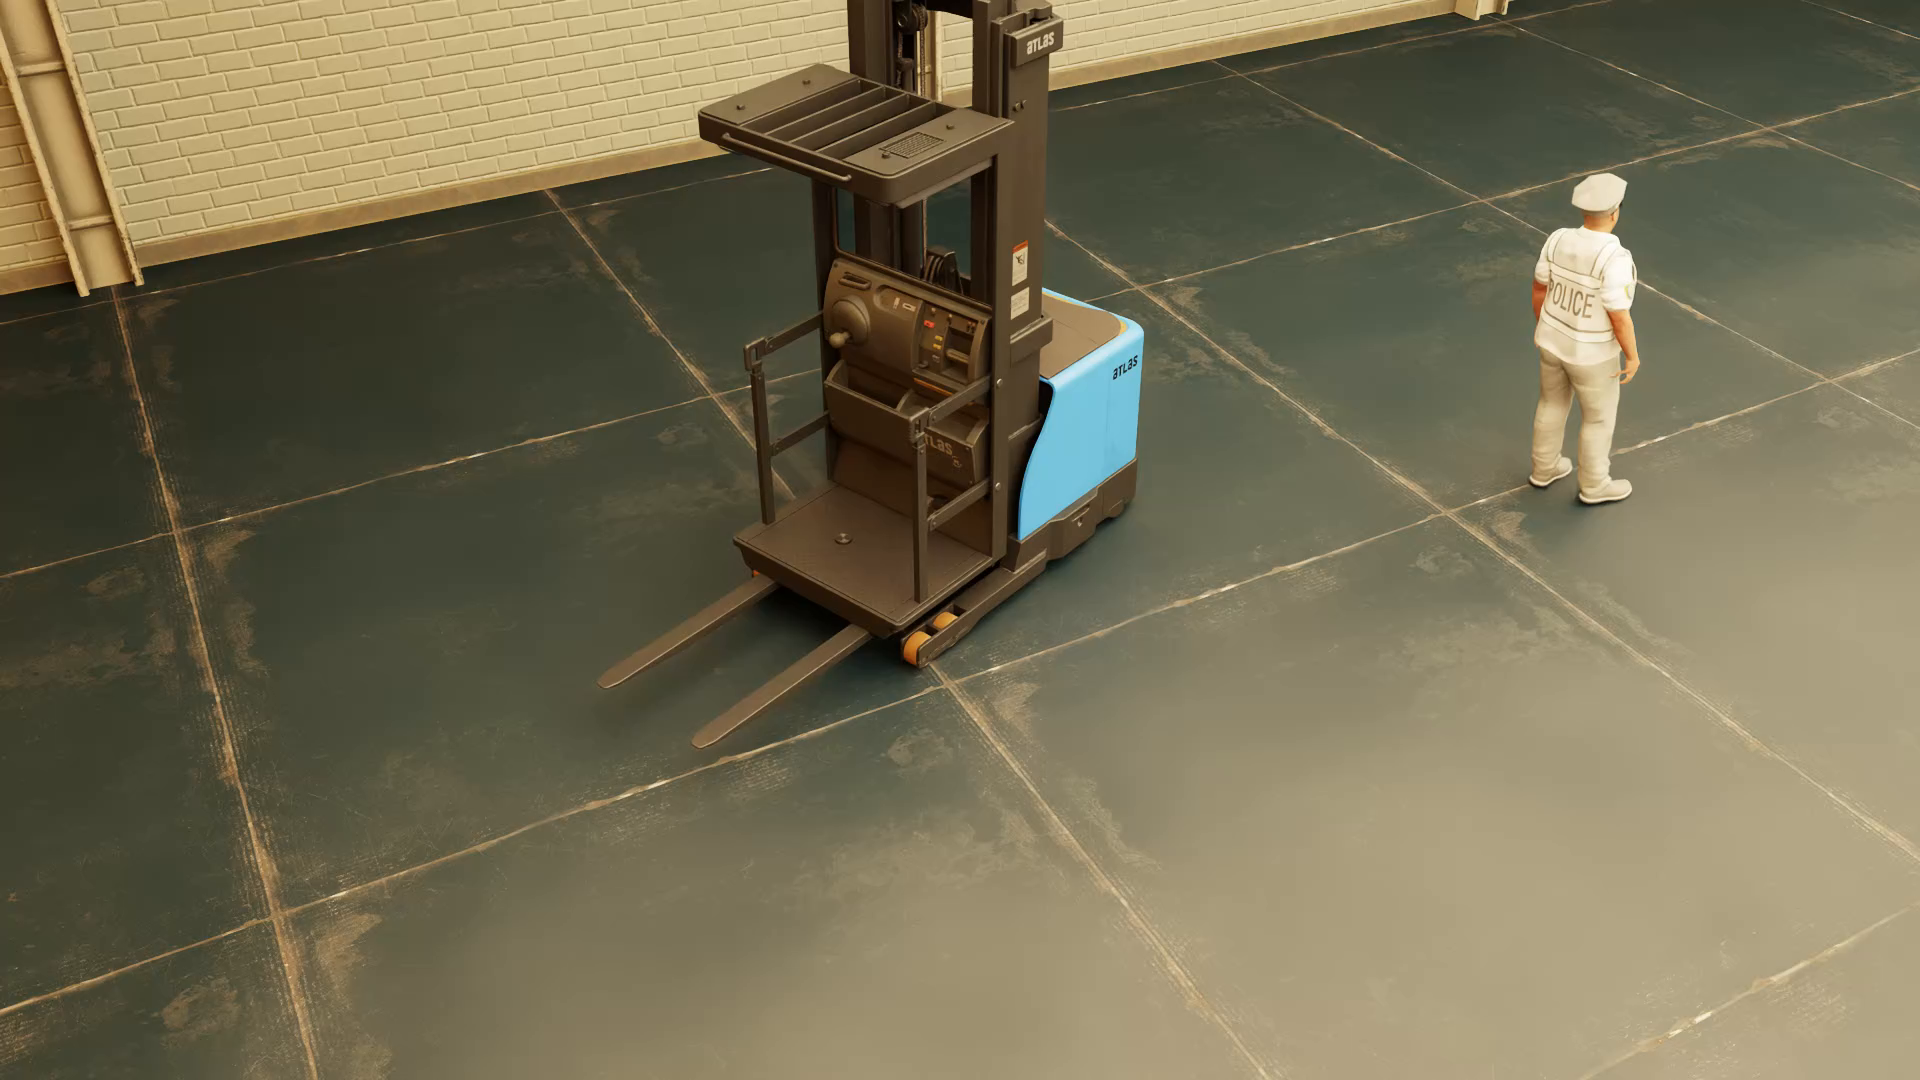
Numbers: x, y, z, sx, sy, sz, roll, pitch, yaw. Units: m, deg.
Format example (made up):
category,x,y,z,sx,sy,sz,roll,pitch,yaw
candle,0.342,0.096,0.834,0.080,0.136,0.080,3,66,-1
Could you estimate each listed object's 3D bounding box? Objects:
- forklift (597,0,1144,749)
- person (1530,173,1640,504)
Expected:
category,x,y,z,sx,sy,sz,roll,pitch,yaw
forklift,-0.390,-0.927,7.434,1.130,2.935,3.031,26,43,31
person,3.260,-1.042,8.584,0.564,1.785,0.629,-20,40,-26
